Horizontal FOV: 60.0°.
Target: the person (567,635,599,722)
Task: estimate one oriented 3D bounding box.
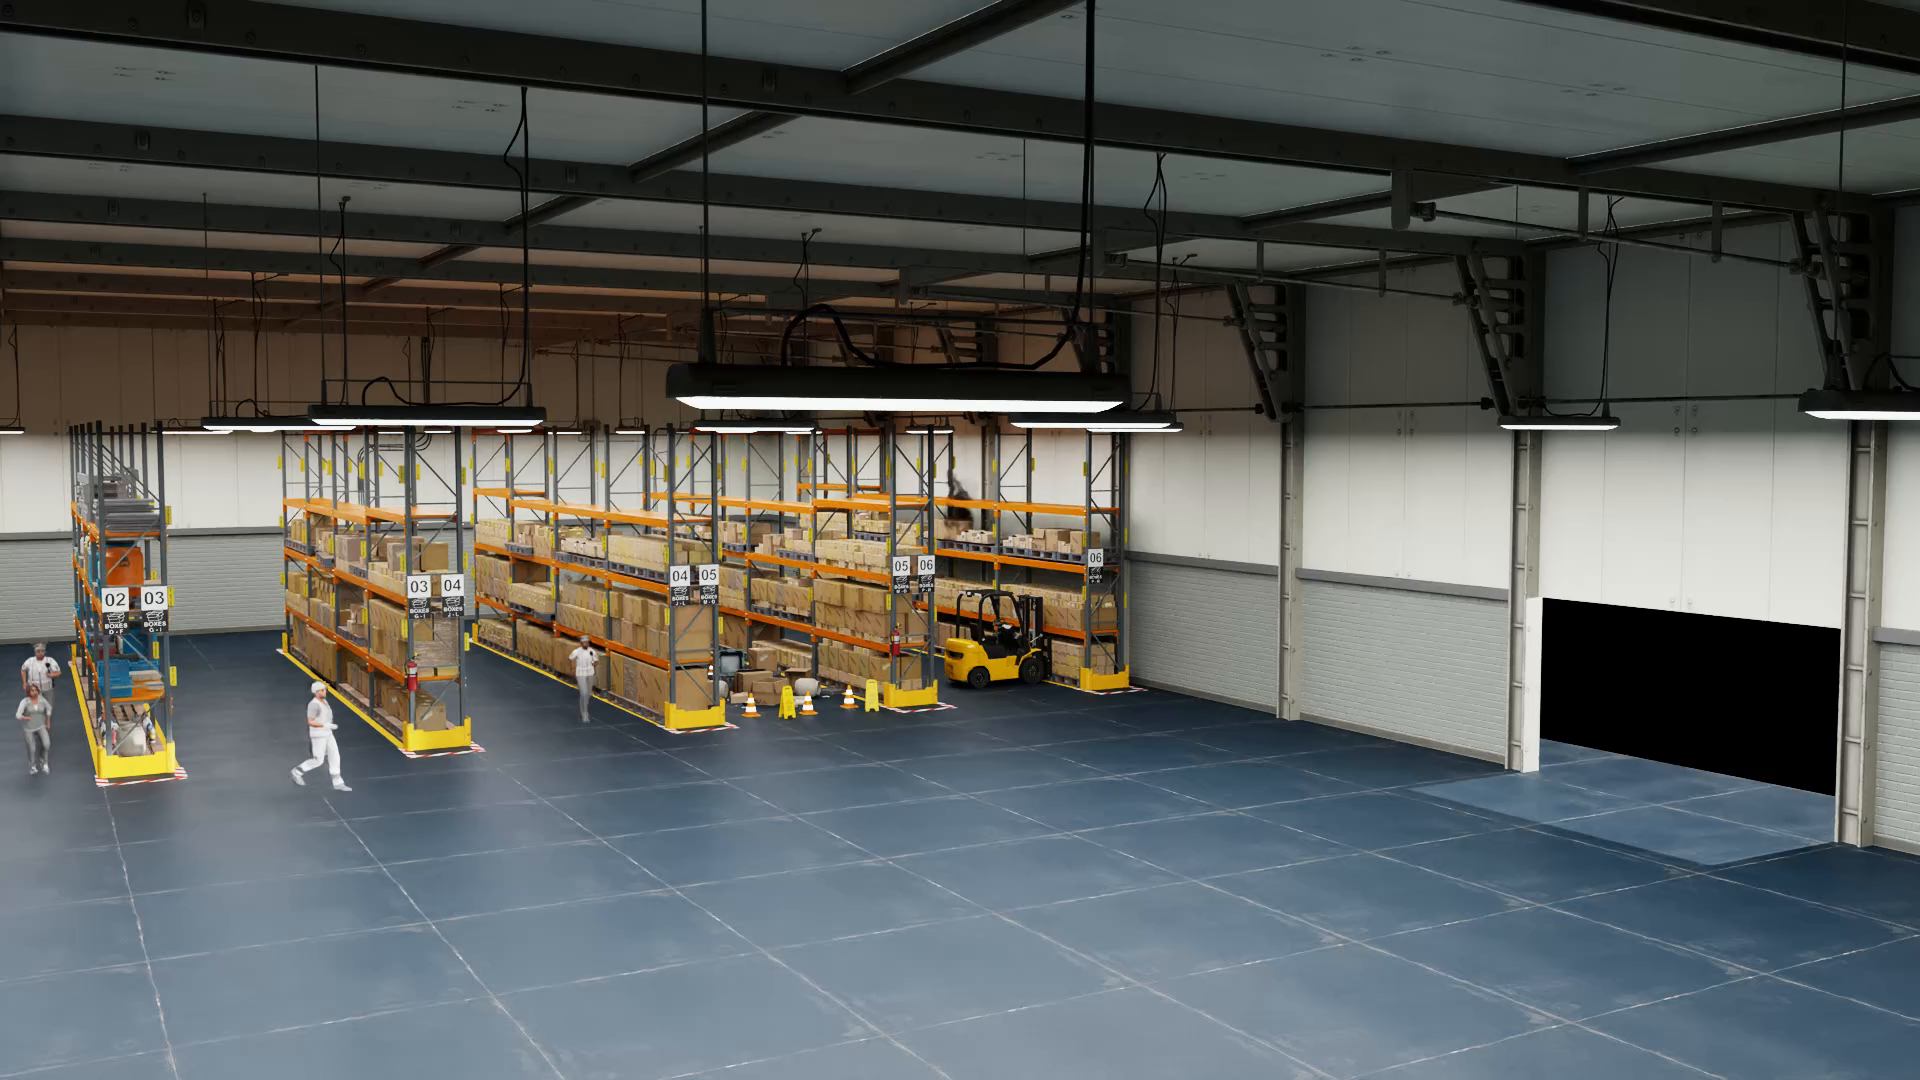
[{"bbox_3d":[-7.614,2.792,33.713,0.549,1.755,0.781,-3,4,-36],"label":"person"}]

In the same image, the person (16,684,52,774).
[{"bbox_3d":[-15.589,3.241,28.035,0.565,1.454,0.683,-3,5,-39],"label":"person"}]

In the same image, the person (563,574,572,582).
[{"bbox_3d":[-11.621,1.834,49.346,0.664,1.641,0.606,-2,4,-27],"label":"person"}]

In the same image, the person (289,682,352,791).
[{"bbox_3d":[-10.311,3.174,26.799,0.985,1.787,0.667,0,4,2],"label":"person"}]

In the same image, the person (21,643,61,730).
[{"bbox_3d":[-17.594,2.845,31.856,0.663,1.763,0.971,-2,4,-31],"label":"person"}]
